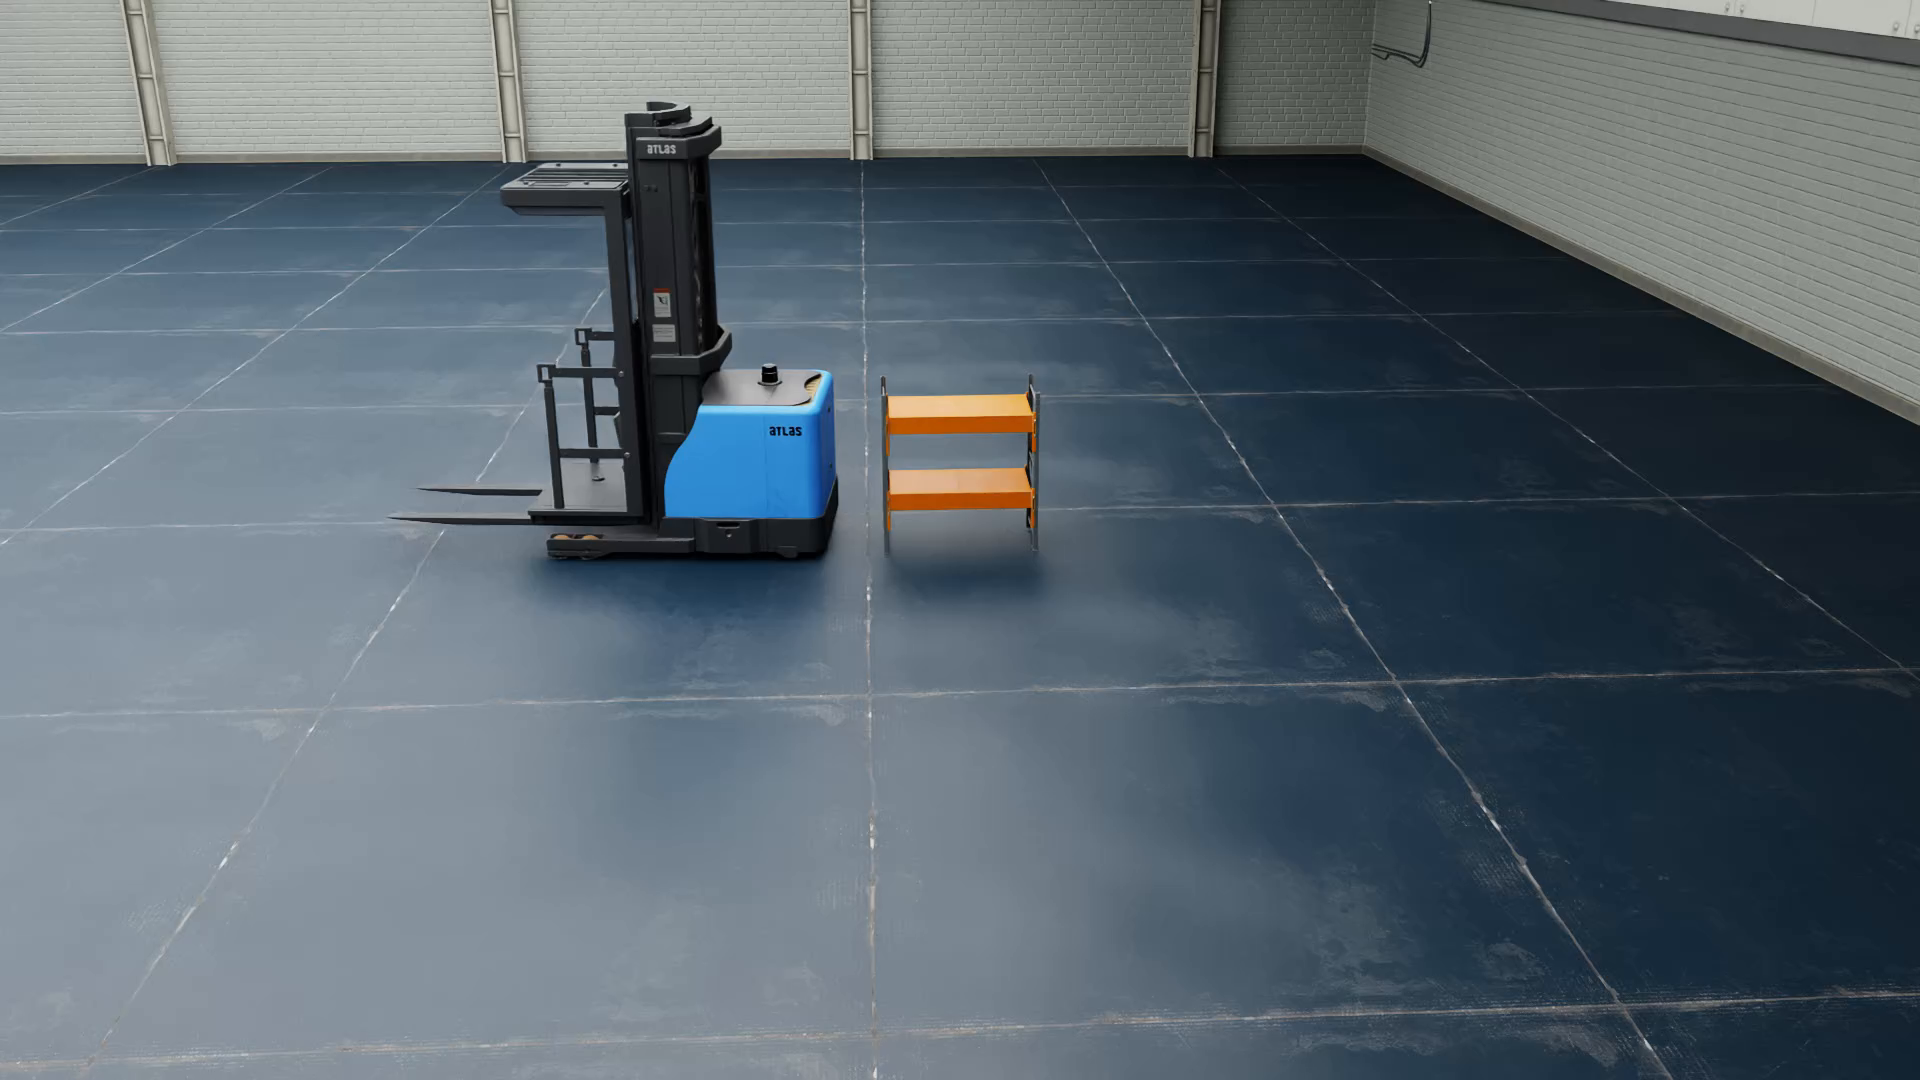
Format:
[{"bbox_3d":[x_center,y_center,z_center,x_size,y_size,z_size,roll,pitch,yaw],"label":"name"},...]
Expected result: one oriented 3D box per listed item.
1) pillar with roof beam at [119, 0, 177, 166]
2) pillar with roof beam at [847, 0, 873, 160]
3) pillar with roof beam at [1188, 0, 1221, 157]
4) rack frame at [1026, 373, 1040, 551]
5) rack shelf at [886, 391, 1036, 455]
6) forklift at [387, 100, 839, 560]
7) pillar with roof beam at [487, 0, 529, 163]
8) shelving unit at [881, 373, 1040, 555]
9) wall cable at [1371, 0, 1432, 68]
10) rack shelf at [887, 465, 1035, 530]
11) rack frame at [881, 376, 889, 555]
[{"bbox_3d":[-13.459,-9.136,22.969,0.400,9.000,9.100,-1,21,-3],"label":"pillar with roof beam"},{"bbox_3d":[-1.479,-9.379,23.609,0.400,9.000,9.100,-1,21,-3],"label":"pillar with roof beam"},{"bbox_3d":[4.512,-9.501,23.929,0.400,9.000,9.100,-1,21,-3],"label":"pillar with roof beam"},{"bbox_3d":[0.501,-0.536,11.448,0.032,1.125,0.500,-1,21,-3],"label":"rack frame"},{"bbox_3d":[-0.007,-0.799,11.316,1.000,0.278,0.538,-1,21,-3],"label":"rack shelf"},{"bbox_3d":[-2.410,-1.421,11.233,3.031,2.935,1.130,1,21,2],"label":"forklift"},{"bbox_3d":[-7.469,-9.258,23.289,0.400,9.000,9.100,-1,21,-3],"label":"pillar with roof beam"},{"bbox_3d":[-0.007,-0.526,11.420,1.048,1.125,0.538,-1,21,-3],"label":"shelving unit"},{"bbox_3d":[7.282,-9.169,27.422,0.112,2.526,3.097,-1,21,-3],"label":"wall cable"},{"bbox_3d":[-0.007,-0.297,11.507,1.000,0.278,0.538,-1,21,-3],"label":"rack shelf"},{"bbox_3d":[-0.514,-0.515,11.393,0.032,1.125,0.500,-1,21,-3],"label":"rack frame"}]
